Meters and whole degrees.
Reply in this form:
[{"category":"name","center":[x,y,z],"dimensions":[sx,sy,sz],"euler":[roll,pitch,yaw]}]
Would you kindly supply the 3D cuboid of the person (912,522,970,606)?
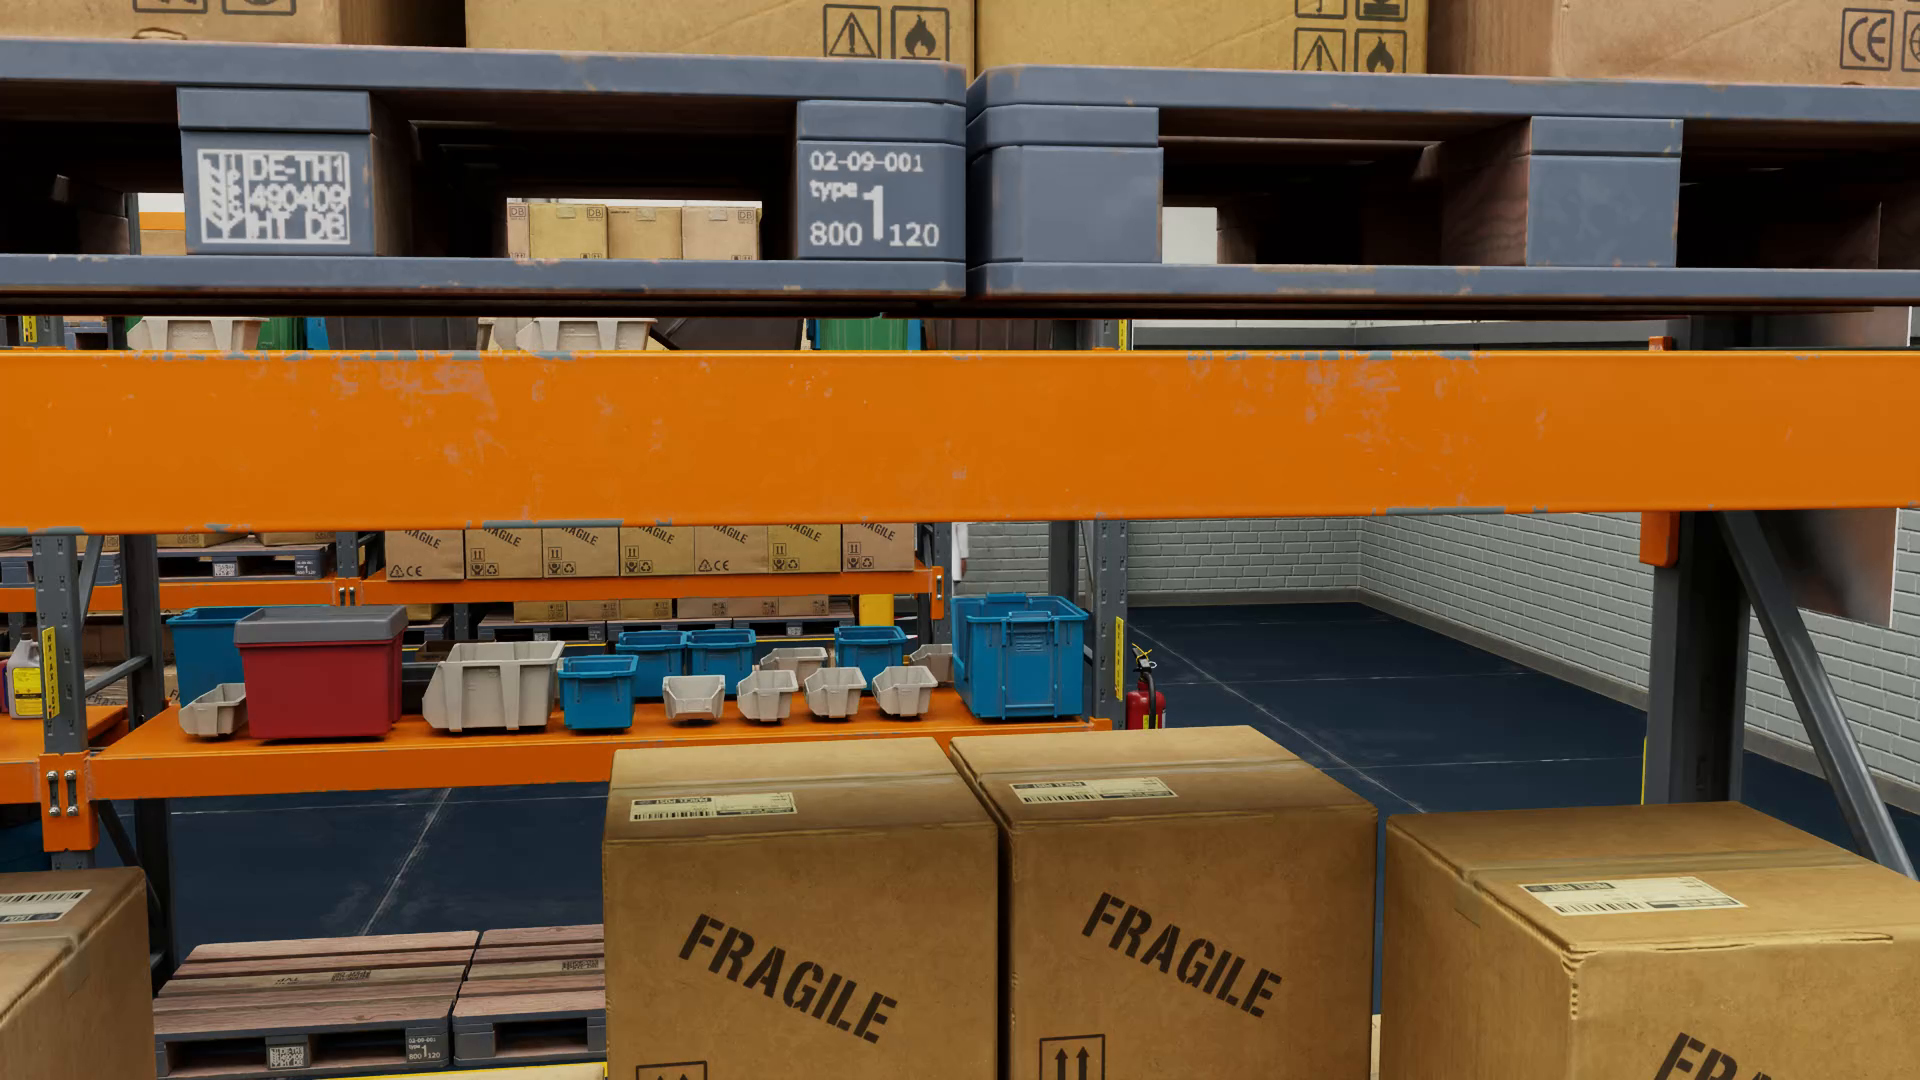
[{"category":"person","center":[-0.172,0.164,15.622],"dimensions":[0.599,1.755,0.629],"euler":[4,8,32]}]
